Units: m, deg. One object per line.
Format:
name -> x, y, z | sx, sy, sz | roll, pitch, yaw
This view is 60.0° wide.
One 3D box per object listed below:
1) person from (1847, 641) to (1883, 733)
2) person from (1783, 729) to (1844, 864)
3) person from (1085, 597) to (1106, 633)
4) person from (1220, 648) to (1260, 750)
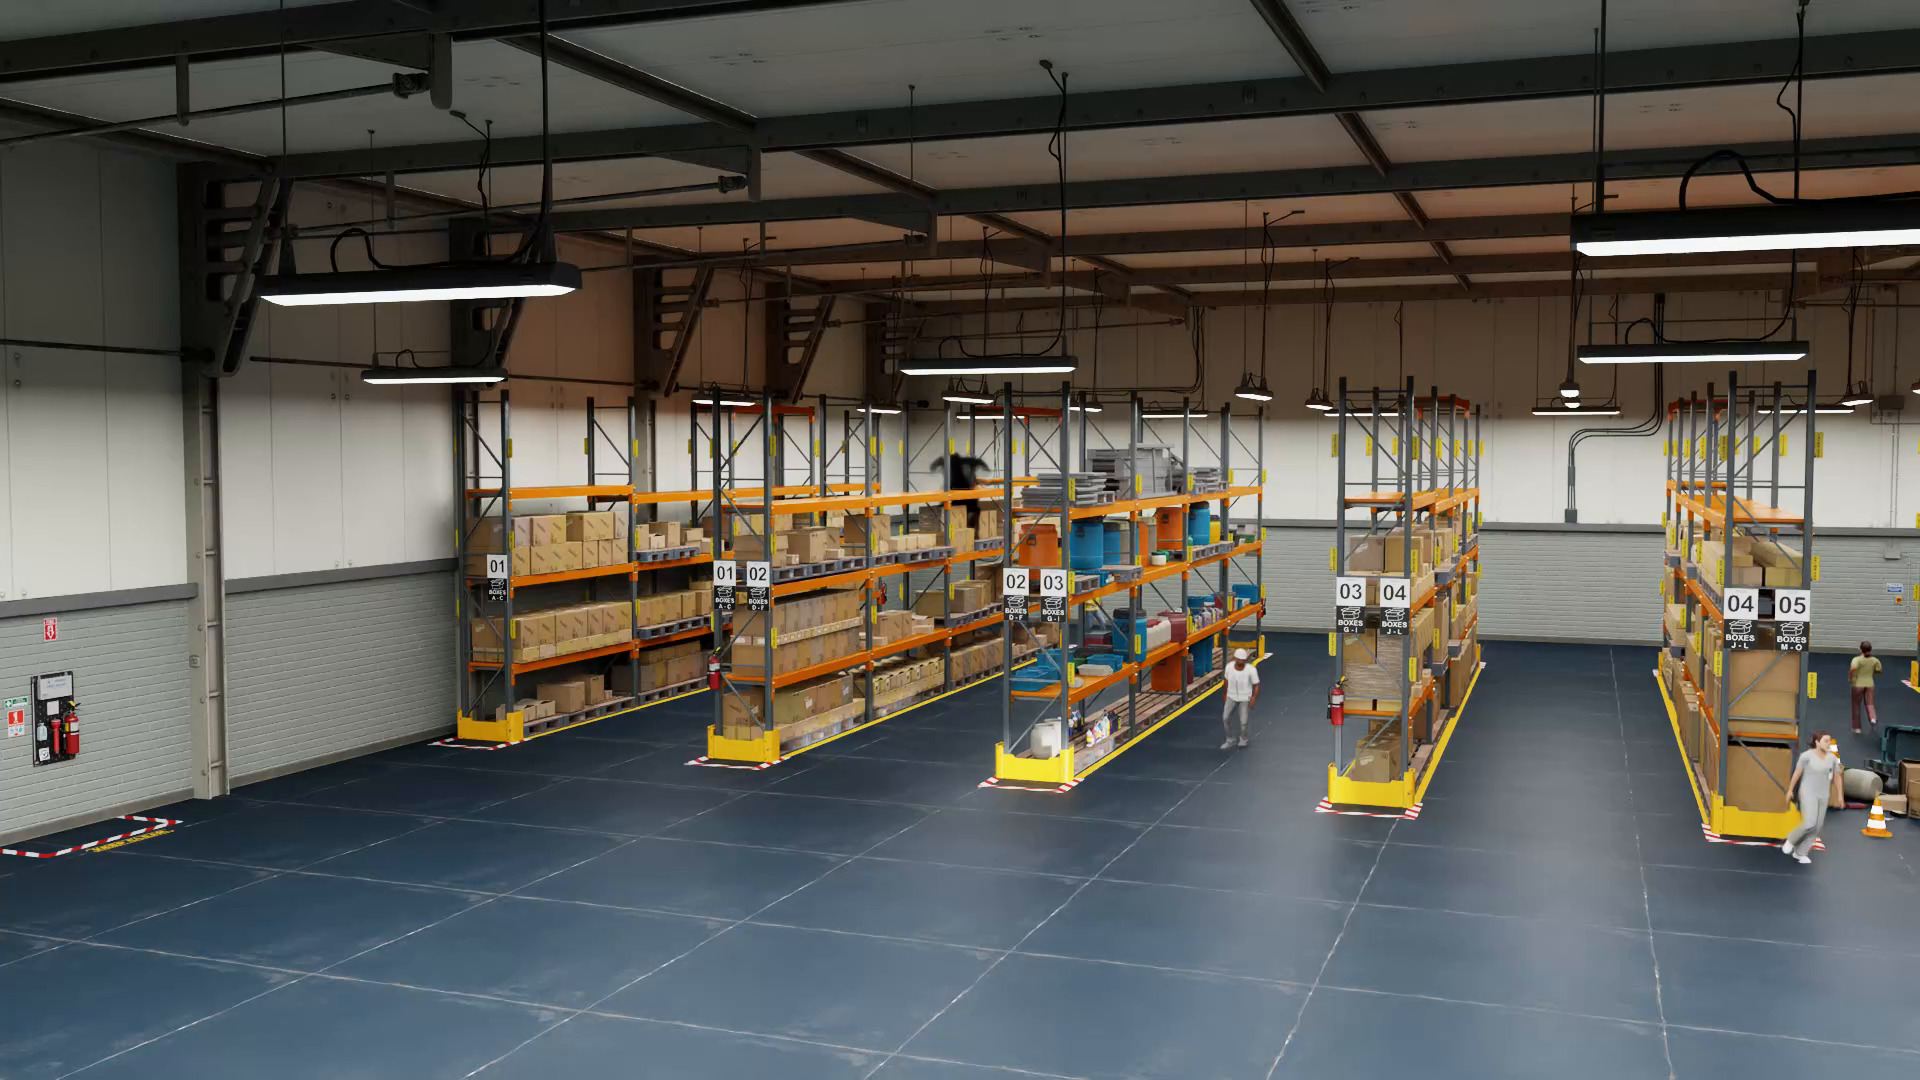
person -> 15.736, 2.591, 28.935 | 0.574, 1.613, 0.903 | 1, 3, 15
person -> 10.255, 3.084, 19.993 | 0.566, 1.647, 0.544 | 0, 3, -5
person -> 3.361, 1.816, 42.000 | 0.707, 1.798, 0.864 | -2, 4, -26
person -> 4.664, 2.633, 27.621 | 0.673, 1.720, 0.768 | 1, 3, 21
